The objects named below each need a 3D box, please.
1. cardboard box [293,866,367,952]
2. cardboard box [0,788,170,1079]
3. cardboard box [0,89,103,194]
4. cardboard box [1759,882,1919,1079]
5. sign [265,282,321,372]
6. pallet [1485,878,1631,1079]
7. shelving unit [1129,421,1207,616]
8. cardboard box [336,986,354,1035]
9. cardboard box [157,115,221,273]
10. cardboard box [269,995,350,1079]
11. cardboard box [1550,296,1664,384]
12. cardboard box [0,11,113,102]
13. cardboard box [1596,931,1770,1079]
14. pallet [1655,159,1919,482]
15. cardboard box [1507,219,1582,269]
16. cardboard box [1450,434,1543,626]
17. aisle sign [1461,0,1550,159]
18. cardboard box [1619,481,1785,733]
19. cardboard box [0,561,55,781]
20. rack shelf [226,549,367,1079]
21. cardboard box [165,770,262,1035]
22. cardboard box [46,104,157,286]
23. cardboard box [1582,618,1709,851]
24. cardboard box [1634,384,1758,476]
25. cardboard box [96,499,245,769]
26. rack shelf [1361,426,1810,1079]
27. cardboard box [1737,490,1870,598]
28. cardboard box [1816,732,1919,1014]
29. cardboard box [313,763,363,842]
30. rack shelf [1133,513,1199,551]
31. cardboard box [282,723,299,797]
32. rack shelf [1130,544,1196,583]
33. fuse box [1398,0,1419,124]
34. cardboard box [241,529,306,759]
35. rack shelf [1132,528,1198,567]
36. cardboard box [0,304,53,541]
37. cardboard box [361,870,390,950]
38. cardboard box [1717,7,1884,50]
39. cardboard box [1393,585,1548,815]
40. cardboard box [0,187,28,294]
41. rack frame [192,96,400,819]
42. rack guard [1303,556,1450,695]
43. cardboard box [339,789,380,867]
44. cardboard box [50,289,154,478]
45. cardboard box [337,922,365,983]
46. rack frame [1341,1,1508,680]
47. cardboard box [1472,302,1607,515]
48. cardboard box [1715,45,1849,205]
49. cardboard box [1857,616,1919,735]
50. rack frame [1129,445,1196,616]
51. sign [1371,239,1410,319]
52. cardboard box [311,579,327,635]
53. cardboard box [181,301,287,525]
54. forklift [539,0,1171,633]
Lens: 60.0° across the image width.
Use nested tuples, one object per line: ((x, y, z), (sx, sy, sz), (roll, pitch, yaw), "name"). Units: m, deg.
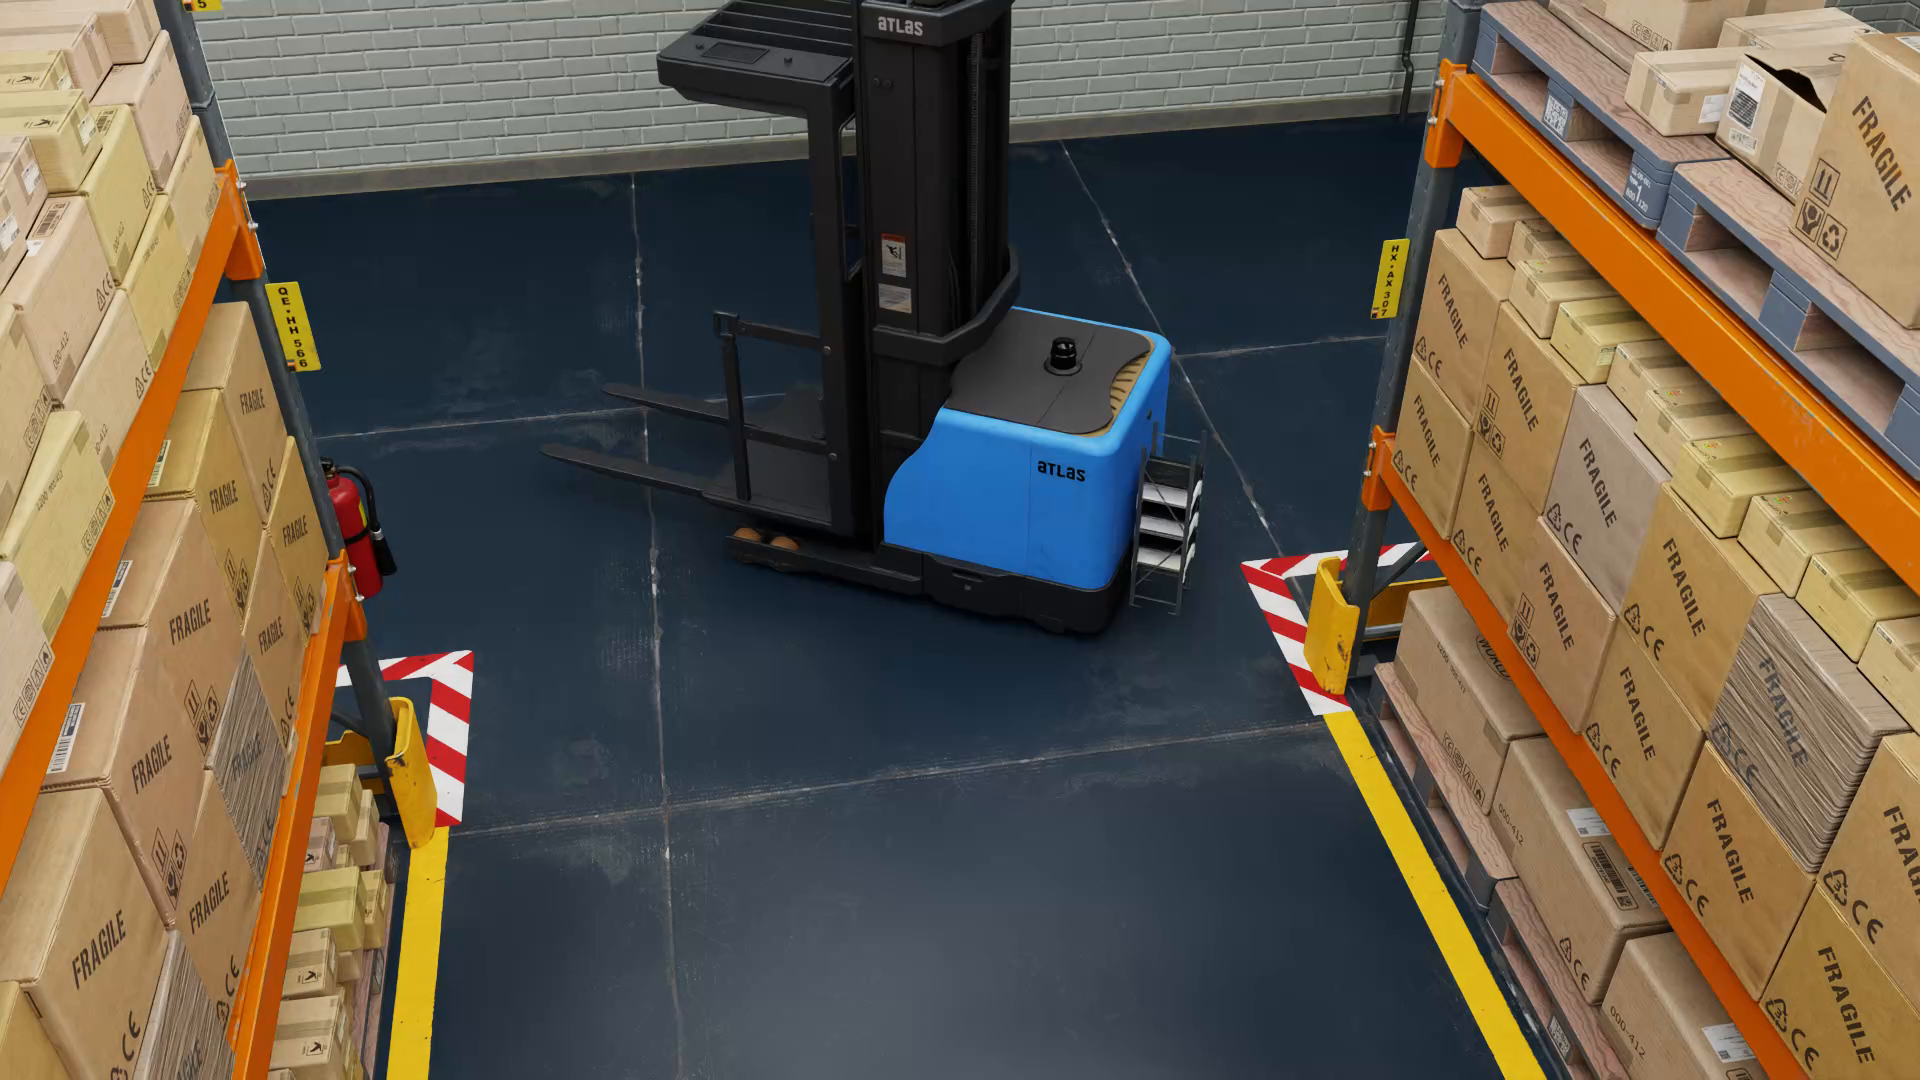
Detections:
((-2.209, 1.260, 5.579), (0.380, 0.149, 0.250), (-7, 38, -9), "cardboard box")
((-2.011, 0.888, 3.423), (0.500, 0.500, 0.500), (-6, 38, -7), "cardboard box")
((-2.216, -0.907, 3.817), (0.380, 0.149, 0.250), (-6, 38, -7), "cardboard box")
((2.419, 1.162, 4.128), (0.500, 0.500, 0.500), (-7, 38, -9), "cardboard box")
((-2.160, -0.688, 5.389), (0.100, 0.325, 0.005), (-6, 38, -8), "sign")
((2.574, 1.659, 5.842), (1.003, 0.211, 1.213), (-6, 38, -8), "pallet")
((0.936, -0.088, 7.529), (0.258, 0.900, 0.210), (12, 39, 15), "shelving unit")
((-2.249, 1.658, 5.552), (0.380, 0.149, 0.250), (-6, 38, -7), "cardboard box")
((-2.369, -0.937, 4.589), (0.500, 0.250, 0.500), (-7, 38, -9), "cardboard box")
((-2.124, 1.580, 5.168), (0.380, 0.149, 0.250), (-5, 38, -6), "cardboard box")
((2.049, -0.621, 5.079), (0.380, 0.149, 0.250), (-7, 38, -9), "cardboard box")
((-2.394, -1.212, 4.210), (0.380, 0.149, 0.250), (-6, 38, -7), "cardboard box")
((2.686, 1.679, 5.290), (0.875, 0.438, 0.875), (-7, 38, -9), "cardboard box")
((2.504, -0.616, 4.125), (1.003, 0.211, 1.213), (-6, 38, -8), "pallet")
((2.052, -0.947, 5.499), (0.380, 0.149, 0.250), (-5, 38, -7), "cardboard box")
((2.064, -0.068, 5.711), (0.500, 0.500, 0.500), (-7, 38, -9), "cardboard box")
((1.848, -1.690, 5.762), (0.394, 0.787, 0.004), (-6, 38, -8), "aisle sign")
((2.234, 0.157, 4.606), (0.500, 0.500, 0.500), (-6, 38, -8), "cardboard box")
((-1.998, 0.306, 2.988), (0.500, 0.250, 0.500), (-5, 38, -6), "cardboard box")
((-2.359, 1.434, 4.446), (1.077, 0.370, 4.000), (-6, 38, -8), "rack shelf")
((-2.116, 0.948, 4.161), (0.500, 0.500, 0.500), (-4, 38, -6), "cardboard box")
((-2.287, -0.821, 4.032), (0.500, 0.250, 0.500), (-7, 38, -9), "cardboard box")
((2.240, 0.542, 4.926), (0.500, 0.500, 0.500), (-5, 38, -6), "cardboard box")
((2.149, -0.313, 4.682), (0.380, 0.149, 0.250), (-6, 38, -8), "cardboard box")
((-2.195, 0.259, 4.233), (0.500, 0.500, 0.500), (-4, 38, -6), "cardboard box")
((2.497, 0.841, 5.209), (1.077, 0.370, 4.000), (-6, 38, -8), "rack shelf")
((2.260, -0.004, 4.284), (0.380, 0.149, 0.250), (-6, 38, -8), "cardboard box")
((2.412, 0.767, 3.821), (0.500, 0.500, 0.500), (-7, 38, -9), "cardboard box")
((-2.367, 0.959, 5.967), (0.380, 0.149, 0.250), (-6, 38, -7), "cardboard box")
((0.936, -0.061, 7.550), (0.258, 0.077, 0.200), (12, 39, 15), "rack shelf")
((-2.241, 0.663, 5.056), (0.380, 0.149, 0.250), (-5, 38, -7), "cardboard box")
((0.936, 0.081, 7.660), (0.258, 0.077, 0.200), (12, 39, 15), "rack shelf")
((3.228, -3.684, 11.497), (0.539, 1.711, 0.414), (-6, 38, -8), "fuse box")
((-2.292, 0.340, 4.943), (0.500, 0.500, 0.500), (-7, 38, -9), "cardboard box")
((0.936, 0.010, 7.605), (0.258, 0.077, 0.200), (12, 39, 15), "rack shelf")
((-2.123, -0.206, 3.239), (0.500, 0.250, 0.500), (-8, 39, -10), "cardboard box")
((-2.267, 1.342, 5.959), (0.380, 0.149, 0.250), (-5, 38, -7), "cardboard box")
((2.466, -1.435, 4.889), (0.380, 0.149, 0.250), (-9, 39, -11), "cardboard box")
((2.360, 0.582, 6.702), (0.875, 0.438, 0.875), (-7, 38, -9), "cardboard box")
((-2.168, -0.592, 3.412), (0.380, 0.149, 0.250), (-5, 38, -7), "cardboard box")
((-2.709, -0.058, 5.780), (1.000, 3.000, 0.127), (-6, 38, -8), "rack frame")
((2.142, 0.321, 7.329), (1.175, 0.500, 0.348), (-6, 38, -8), "rack guard")
((-2.336, 1.072, 6.063), (0.380, 0.149, 0.250), (-7, 38, -9), "cardboard box")
((-2.199, -0.329, 3.805), (0.500, 0.250, 0.500), (-5, 38, -6), "cardboard box")
((-2.243, 1.386, 5.660), (0.380, 0.149, 0.250), (-8, 39, -10), "cardboard box")
((2.146, -0.652, 6.544), (1.000, 3.000, 0.127), (-6, 38, -8), "rack frame")
((2.047, -0.454, 5.393), (0.500, 0.500, 0.500), (-7, 38, -9), "cardboard box")
((2.359, -1.097, 4.321), (0.500, 0.311, 0.500), (-6, 38, -7), "cardboard box")
((2.365, 0.301, 3.892), (0.380, 0.149, 0.250), (-7, 38, -8), "cardboard box")
((0.903, -0.029, 7.454), (0.240, 0.900, 0.006), (12, 39, 15), "rack frame")
((1.599, -0.969, 6.182), (0.100, 0.325, 0.005), (-6, 38, -8), "sign")
((-2.374, 0.208, 5.642), (0.380, 0.149, 0.250), (-6, 38, -8), "cardboard box")
((-2.384, -0.360, 5.030), (0.500, 0.500, 0.500), (-7, 38, -9), "cardboard box")
((-0.590, -1.295, 7.427), (3.031, 2.935, 1.130), (13, 40, 16), "forklift")
